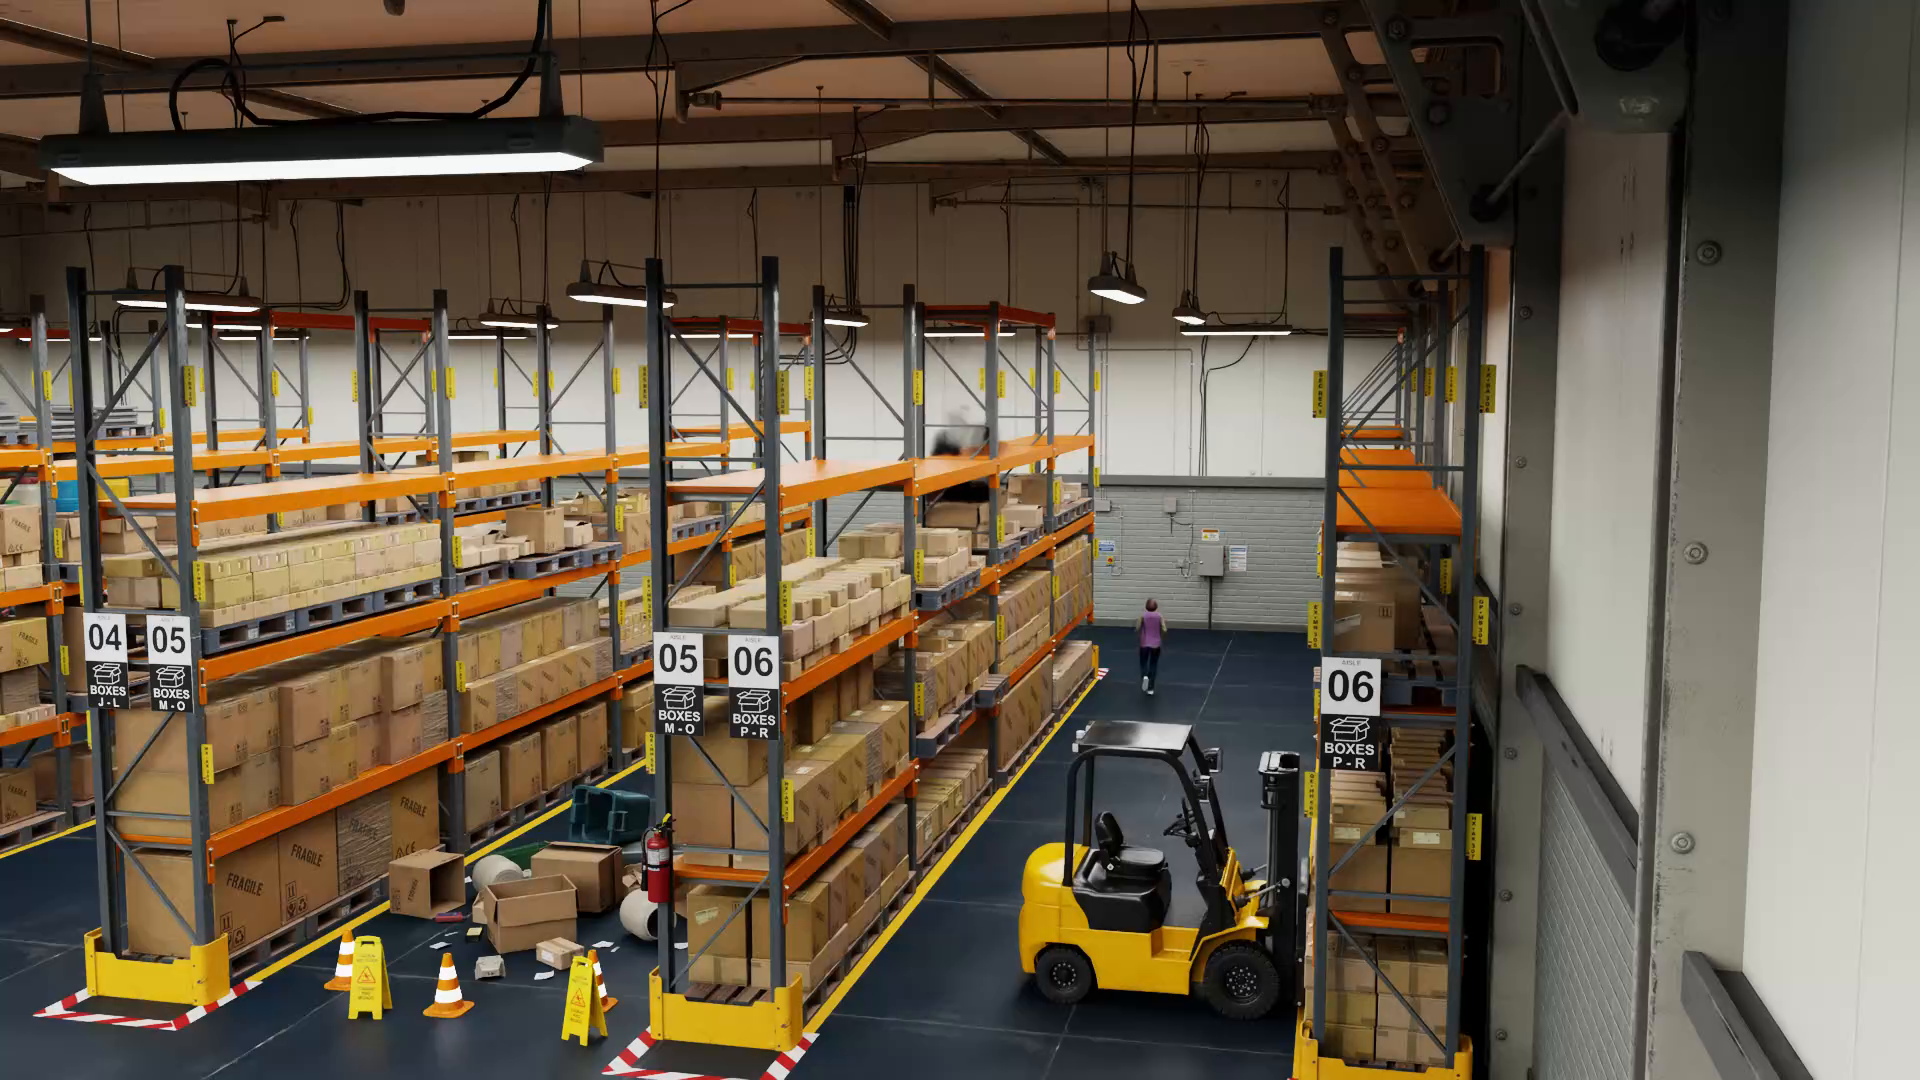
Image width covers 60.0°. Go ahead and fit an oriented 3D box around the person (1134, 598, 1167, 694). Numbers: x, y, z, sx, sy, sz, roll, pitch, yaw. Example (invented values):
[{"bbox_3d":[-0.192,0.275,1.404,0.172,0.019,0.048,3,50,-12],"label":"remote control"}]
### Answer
[{"bbox_3d":[3.055,1.691,26.713,0.530,1.553,0.551,0,6,3],"label":"person"}]
